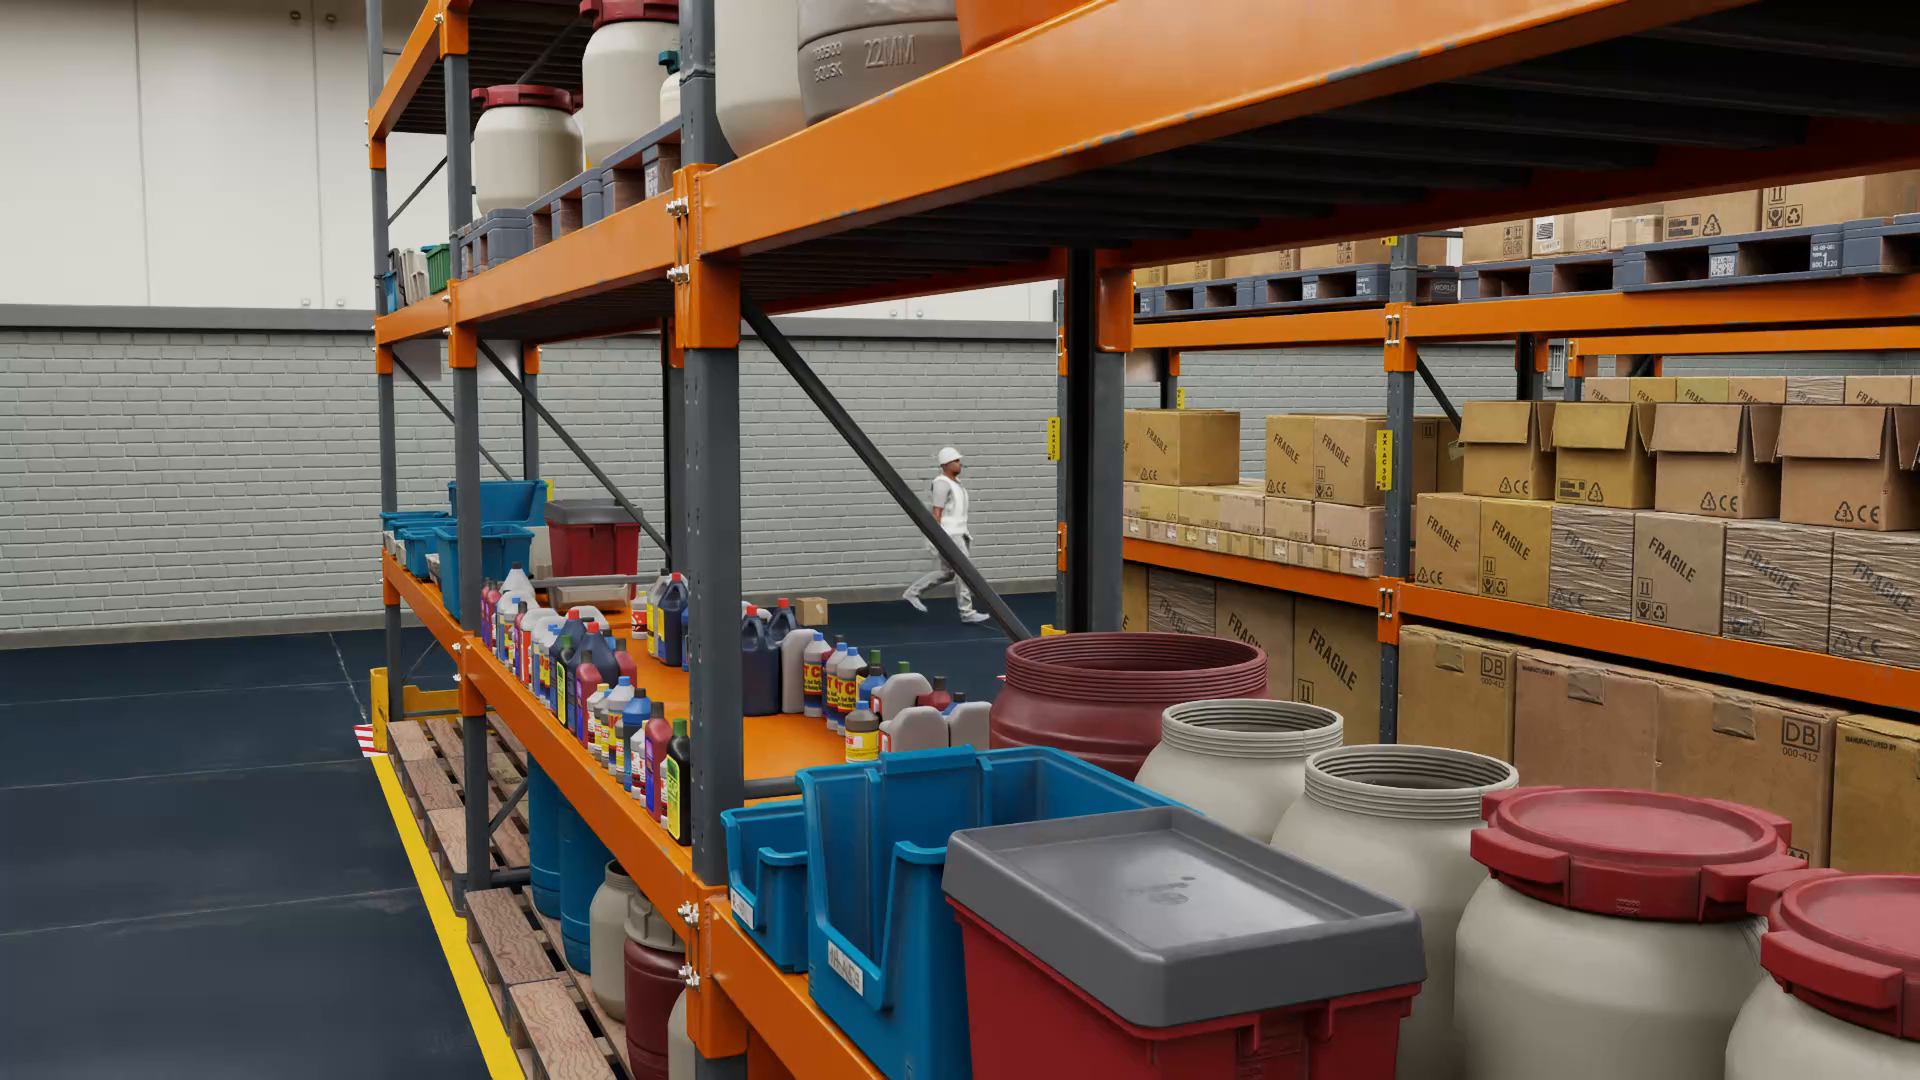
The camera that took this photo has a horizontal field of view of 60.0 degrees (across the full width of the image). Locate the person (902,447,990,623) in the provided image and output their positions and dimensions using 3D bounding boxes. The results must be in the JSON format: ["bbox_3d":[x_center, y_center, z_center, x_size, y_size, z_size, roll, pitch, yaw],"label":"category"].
[{"bbox_3d":[-0.142,-0.053,16.669,0.947,1.757,0.581,1,5,13],"label":"person"}]
